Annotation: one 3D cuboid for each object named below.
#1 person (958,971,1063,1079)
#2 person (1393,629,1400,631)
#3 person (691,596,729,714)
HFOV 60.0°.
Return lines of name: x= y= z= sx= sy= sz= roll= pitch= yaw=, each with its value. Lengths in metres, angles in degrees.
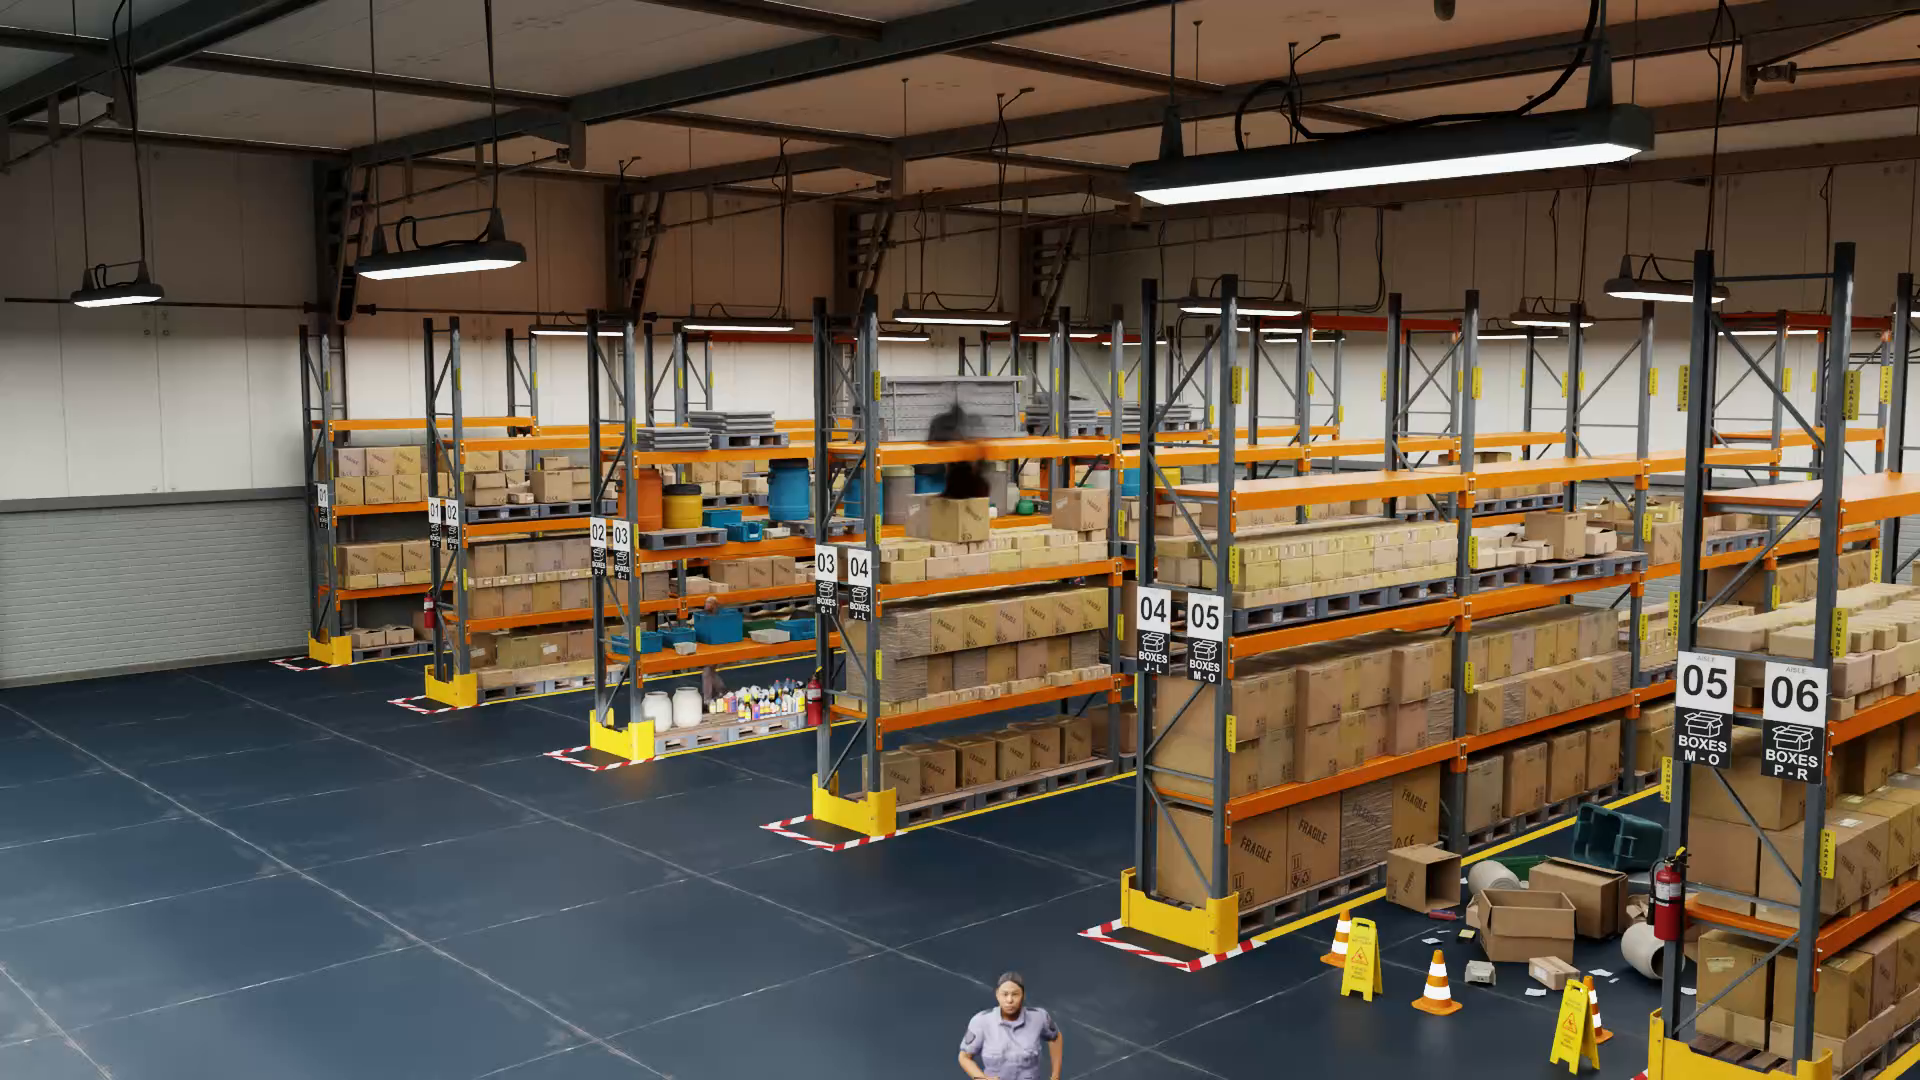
person: x=0.301 y=3.359 z=9.872 sx=0.624 sy=1.678 sz=0.829 roll=0 pitch=6 yaw=1
person: x=6.043 y=2.037 z=23.105 sx=0.609 sy=1.628 sz=0.584 roll=4 pitch=7 yaw=37
person: x=-3.800 y=1.733 z=25.363 sx=0.650 sy=1.752 sz=0.826 roll=5 pitch=7 yaw=38
